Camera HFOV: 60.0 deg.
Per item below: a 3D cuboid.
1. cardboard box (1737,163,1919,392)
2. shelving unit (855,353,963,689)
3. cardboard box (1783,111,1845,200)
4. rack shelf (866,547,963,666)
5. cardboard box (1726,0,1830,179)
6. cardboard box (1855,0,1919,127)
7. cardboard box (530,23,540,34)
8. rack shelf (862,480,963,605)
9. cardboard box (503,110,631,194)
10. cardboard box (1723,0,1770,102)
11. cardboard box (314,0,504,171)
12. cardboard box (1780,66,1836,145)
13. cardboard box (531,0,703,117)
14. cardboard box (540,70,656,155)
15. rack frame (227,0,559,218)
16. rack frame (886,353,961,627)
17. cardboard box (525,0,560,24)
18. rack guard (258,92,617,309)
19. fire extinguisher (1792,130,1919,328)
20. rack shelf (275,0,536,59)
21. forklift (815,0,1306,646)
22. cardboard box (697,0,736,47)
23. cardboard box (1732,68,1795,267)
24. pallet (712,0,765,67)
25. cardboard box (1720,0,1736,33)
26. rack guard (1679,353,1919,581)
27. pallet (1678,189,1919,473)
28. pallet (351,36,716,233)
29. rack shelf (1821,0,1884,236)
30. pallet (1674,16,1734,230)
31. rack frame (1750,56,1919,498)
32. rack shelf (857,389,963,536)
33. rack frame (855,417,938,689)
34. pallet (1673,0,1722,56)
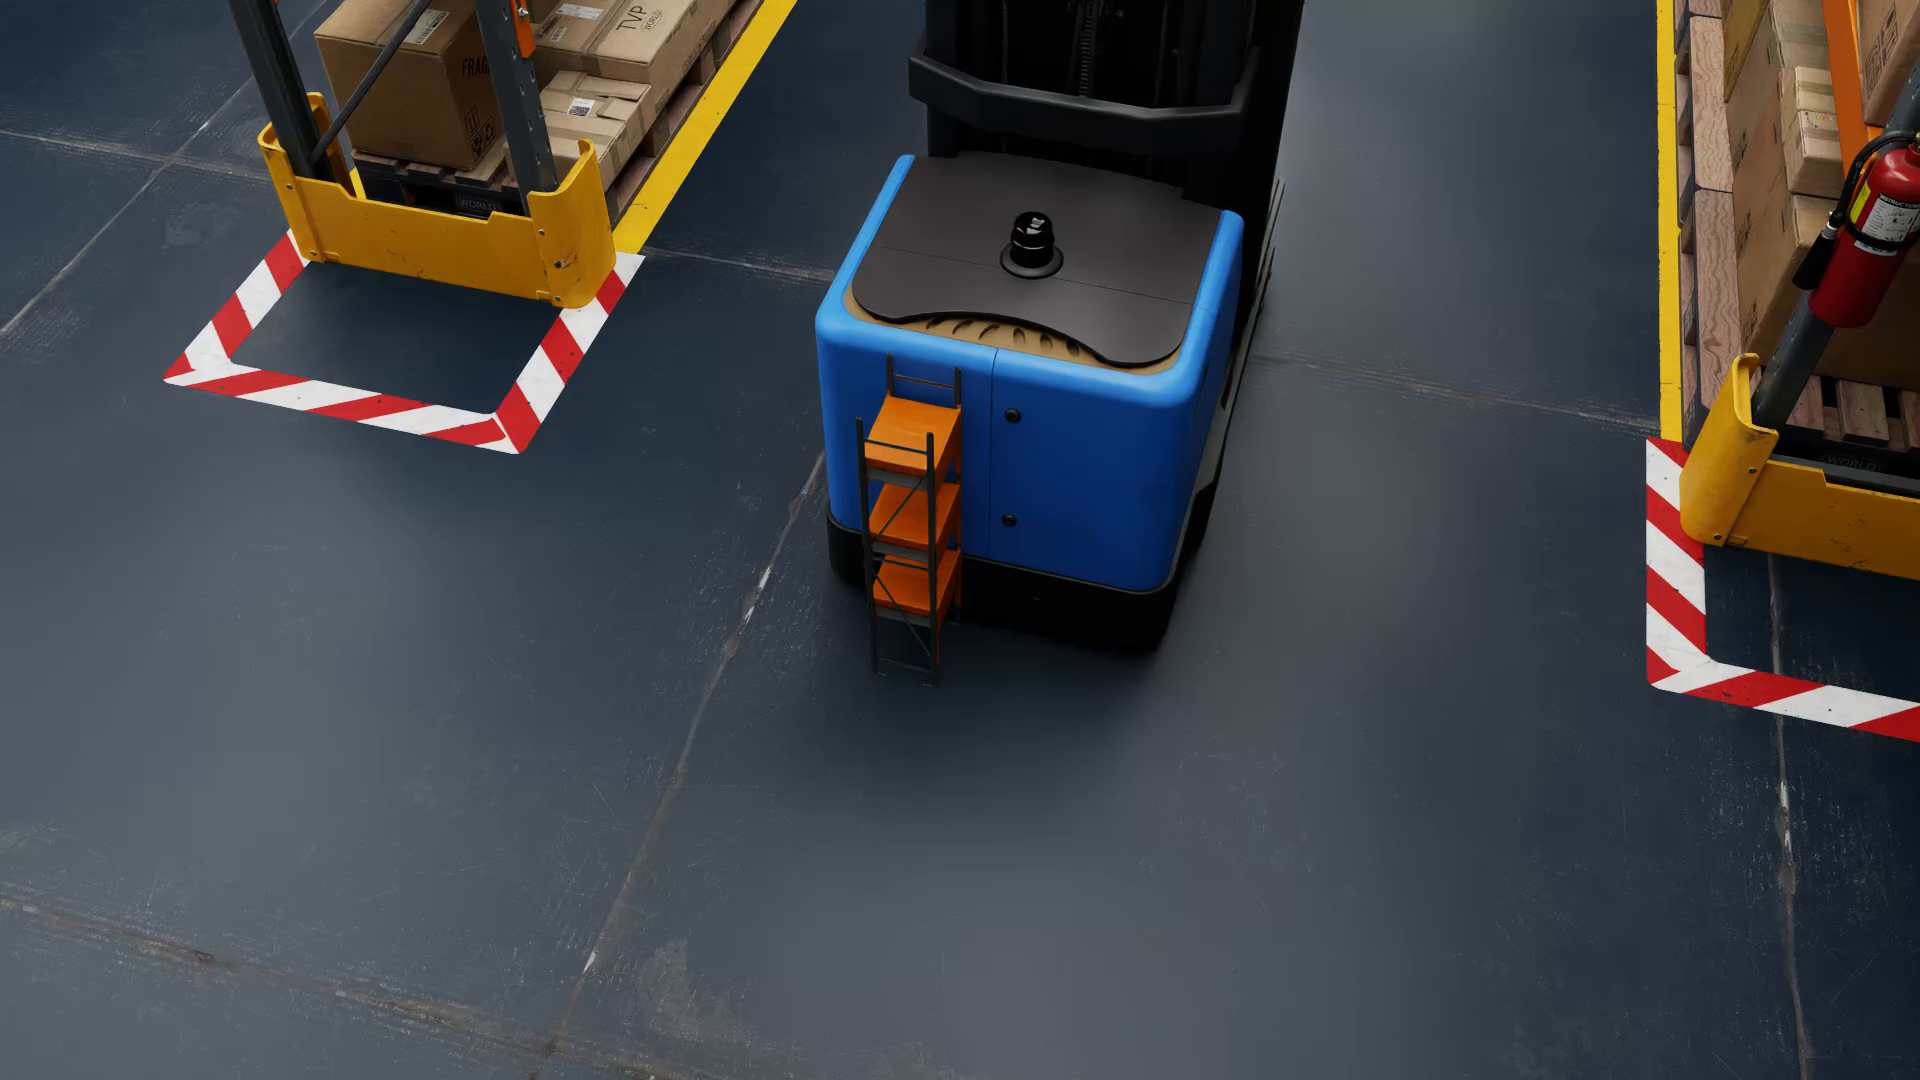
[{"bbox_3d":[2.981,-0.860,5.396,0.700,0.500,0.500,12,50,10],"label":"cardboard box"},{"bbox_3d":[-0.128,-0.022,4.569,0.215,1.050,0.252,12,50,11],"label":"shelving unit"},{"bbox_3d":[2.839,-1.204,5.266,0.380,0.149,0.250,11,49,10],"label":"cardboard box"},{"bbox_3d":[-0.128,0.169,4.785,0.215,0.259,0.240,12,50,11],"label":"rack shelf"},{"bbox_3d":[3.245,-1.586,6.036,0.700,0.500,0.500,10,49,9],"label":"cardboard box"},{"bbox_3d":[3.018,-1.492,4.366,0.980,0.700,0.700,14,50,12],"label":"cardboard box"},{"bbox_3d":[-1.788,-1.922,6.542,0.380,0.166,0.250,12,50,10],"label":"cardboard box"},{"bbox_3d":[-0.128,-0.015,4.577,0.215,0.259,0.240,12,50,11],"label":"rack shelf"},{"bbox_3d":[-1.445,-1.434,6.123,0.380,0.149,0.250,12,50,10],"label":"cardboard box"},{"bbox_3d":[3.378,-1.973,6.378,0.700,0.500,0.500,13,50,11],"label":"cardboard box"},{"bbox_3d":[-1.981,-1.757,6.174,0.500,0.500,0.500,12,50,10],"label":"cardboard box"},{"bbox_3d":[2.906,-1.389,5.429,0.380,0.149,0.250,13,50,11],"label":"cardboard box"},{"bbox_3d":[-1.338,-1.932,6.495,0.500,0.250,0.500,12,50,10],"label":"cardboard box"},{"bbox_3d":[-1.379,-1.621,6.276,0.380,0.166,0.250,12,50,10],"label":"cardboard box"},{"bbox_3d":[-1.887,-1.997,5.012,1.000,3.000,0.127,12,50,10],"label":"rack frame"},{"bbox_3d":[-0.093,-0.110,4.646,0.200,1.050,0.008,12,50,11],"label":"rack frame"},{"bbox_3d":[-1.702,-2.356,6.869,0.500,0.250,0.500,12,50,10],"label":"cardboard box"},{"bbox_3d":[-1.867,-1.225,5.998,1.175,0.500,0.348,12,50,10],"label":"rack guard"},{"bbox_3d":[2.409,-0.855,4.304,0.296,0.674,0.183,12,50,10],"label":"fire extinguisher"},{"bbox_3d":[-1.360,-3.206,6.558,1.077,0.370,4.000,12,50,10],"label":"rack shelf"},{"bbox_3d":[0.504,-1.791,4.875,1.130,2.935,3.031,12,50,11],"label":"forklift"},{"bbox_3d":[-1.207,-2.293,6.814,0.500,0.250,0.500,12,50,10],"label":"cardboard box"},{"bbox_3d":[3.113,-1.222,5.715,0.700,0.500,0.500,11,50,10],"label":"cardboard box"},{"bbox_3d":[-1.335,-2.586,7.392,1.003,0.211,1.213,12,50,10],"label":"pallet"},{"bbox_3d":[3.515,-2.344,6.705,0.700,0.500,0.500,11,50,10],"label":"cardboard box"},{"bbox_3d":[2.887,-0.178,5.073,1.175,0.500,0.348,12,50,10],"label":"rack guard"},{"bbox_3d":[3.028,-0.693,5.721,1.003,0.211,1.213,12,50,10],"label":"pallet"},{"bbox_3d":[-1.658,-1.706,6.615,1.003,0.211,1.213,12,50,10],"label":"pallet"},{"bbox_3d":[3.420,-2.231,5.698,1.077,0.370,4.000,12,50,10],"label":"rack shelf"},{"bbox_3d":[3.351,-1.573,6.498,1.003,0.211,1.213,12,50,10],"label":"pallet"},{"bbox_3d":[2.893,-1.022,4.152,1.000,3.000,0.127,12,50,10],"label":"rack frame"},{"bbox_3d":[-0.128,-0.202,4.364,0.215,0.259,0.240,12,50,11],"label":"rack shelf"},{"bbox_3d":[-0.162,0.066,4.491,0.200,1.050,0.008,12,50,11],"label":"rack frame"},{"bbox_3d":[3.671,-2.458,7.279,1.003,0.211,1.213,12,50,10],"label":"pallet"}]
